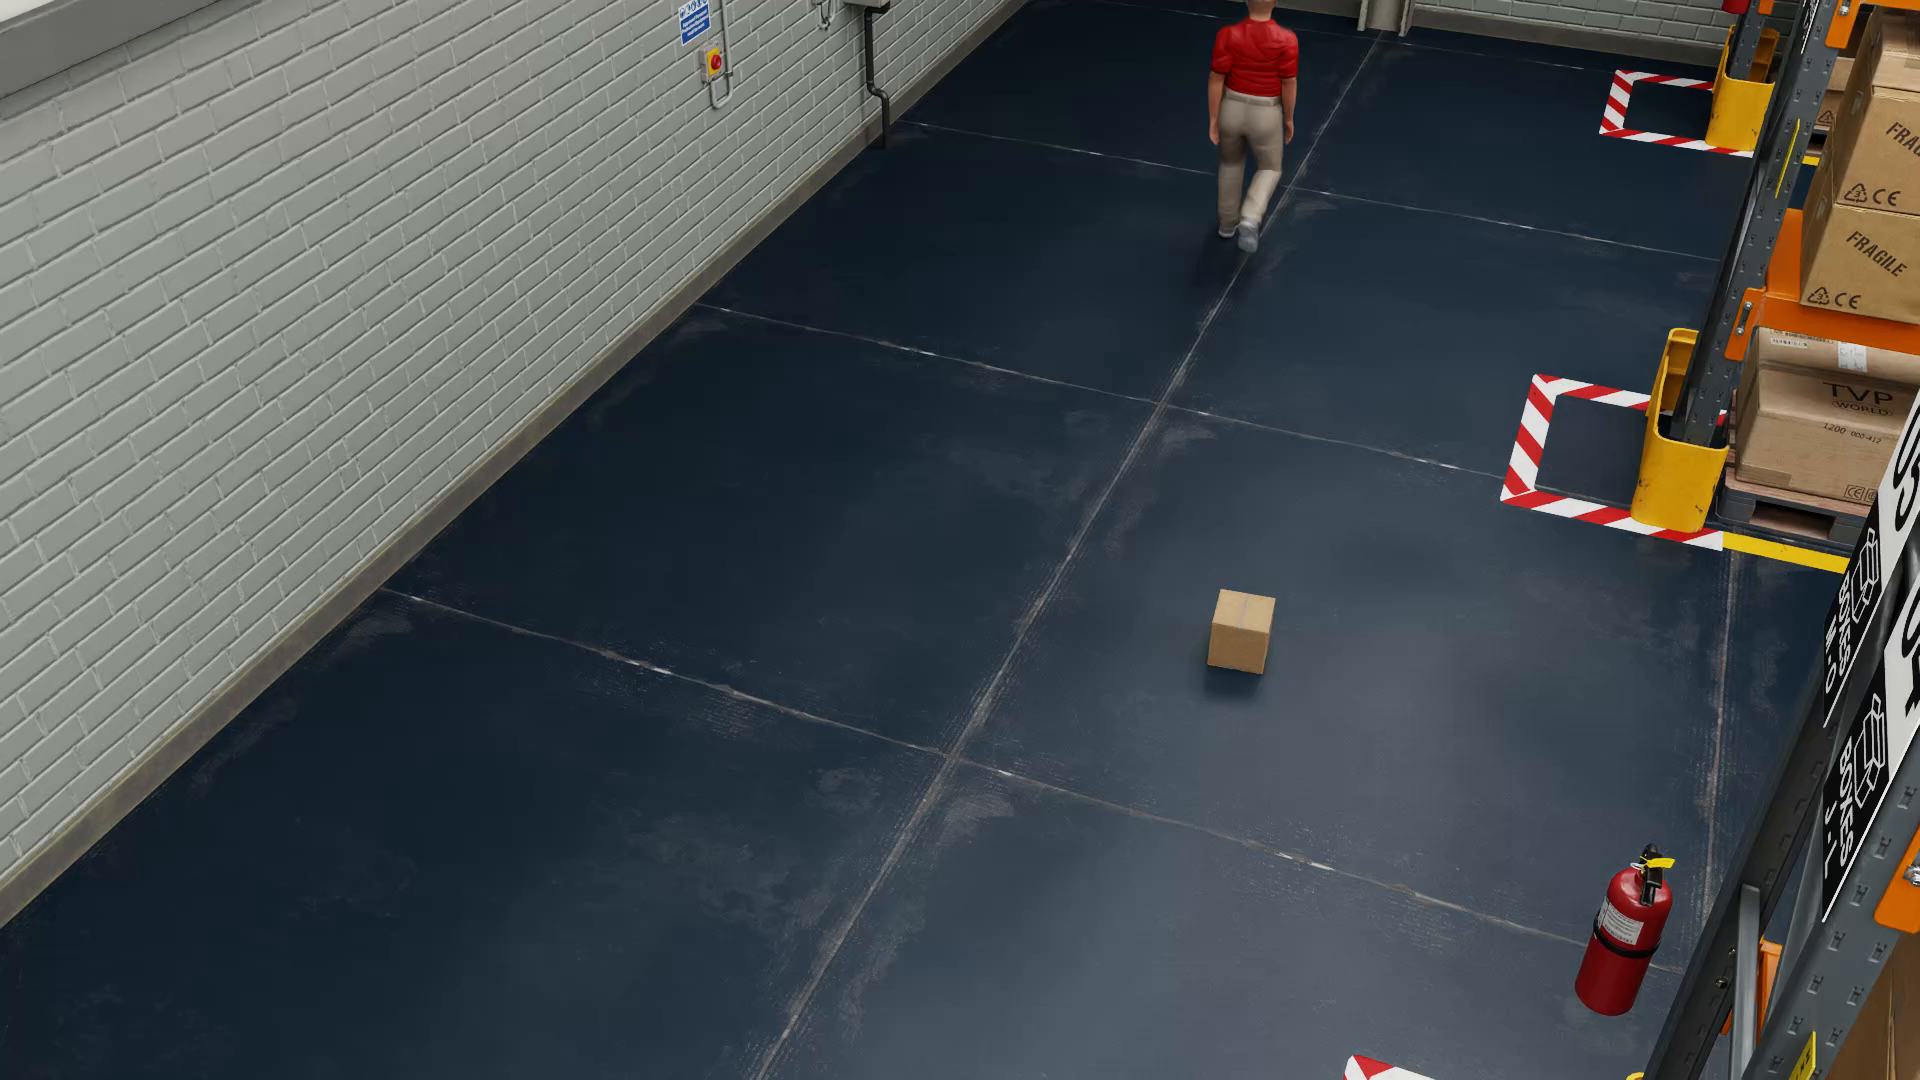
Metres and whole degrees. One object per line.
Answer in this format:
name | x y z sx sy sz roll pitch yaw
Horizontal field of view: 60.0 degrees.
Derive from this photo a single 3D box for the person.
person | 1.783 -2.596 10.223 0.533 1.699 0.723 12 39 15
